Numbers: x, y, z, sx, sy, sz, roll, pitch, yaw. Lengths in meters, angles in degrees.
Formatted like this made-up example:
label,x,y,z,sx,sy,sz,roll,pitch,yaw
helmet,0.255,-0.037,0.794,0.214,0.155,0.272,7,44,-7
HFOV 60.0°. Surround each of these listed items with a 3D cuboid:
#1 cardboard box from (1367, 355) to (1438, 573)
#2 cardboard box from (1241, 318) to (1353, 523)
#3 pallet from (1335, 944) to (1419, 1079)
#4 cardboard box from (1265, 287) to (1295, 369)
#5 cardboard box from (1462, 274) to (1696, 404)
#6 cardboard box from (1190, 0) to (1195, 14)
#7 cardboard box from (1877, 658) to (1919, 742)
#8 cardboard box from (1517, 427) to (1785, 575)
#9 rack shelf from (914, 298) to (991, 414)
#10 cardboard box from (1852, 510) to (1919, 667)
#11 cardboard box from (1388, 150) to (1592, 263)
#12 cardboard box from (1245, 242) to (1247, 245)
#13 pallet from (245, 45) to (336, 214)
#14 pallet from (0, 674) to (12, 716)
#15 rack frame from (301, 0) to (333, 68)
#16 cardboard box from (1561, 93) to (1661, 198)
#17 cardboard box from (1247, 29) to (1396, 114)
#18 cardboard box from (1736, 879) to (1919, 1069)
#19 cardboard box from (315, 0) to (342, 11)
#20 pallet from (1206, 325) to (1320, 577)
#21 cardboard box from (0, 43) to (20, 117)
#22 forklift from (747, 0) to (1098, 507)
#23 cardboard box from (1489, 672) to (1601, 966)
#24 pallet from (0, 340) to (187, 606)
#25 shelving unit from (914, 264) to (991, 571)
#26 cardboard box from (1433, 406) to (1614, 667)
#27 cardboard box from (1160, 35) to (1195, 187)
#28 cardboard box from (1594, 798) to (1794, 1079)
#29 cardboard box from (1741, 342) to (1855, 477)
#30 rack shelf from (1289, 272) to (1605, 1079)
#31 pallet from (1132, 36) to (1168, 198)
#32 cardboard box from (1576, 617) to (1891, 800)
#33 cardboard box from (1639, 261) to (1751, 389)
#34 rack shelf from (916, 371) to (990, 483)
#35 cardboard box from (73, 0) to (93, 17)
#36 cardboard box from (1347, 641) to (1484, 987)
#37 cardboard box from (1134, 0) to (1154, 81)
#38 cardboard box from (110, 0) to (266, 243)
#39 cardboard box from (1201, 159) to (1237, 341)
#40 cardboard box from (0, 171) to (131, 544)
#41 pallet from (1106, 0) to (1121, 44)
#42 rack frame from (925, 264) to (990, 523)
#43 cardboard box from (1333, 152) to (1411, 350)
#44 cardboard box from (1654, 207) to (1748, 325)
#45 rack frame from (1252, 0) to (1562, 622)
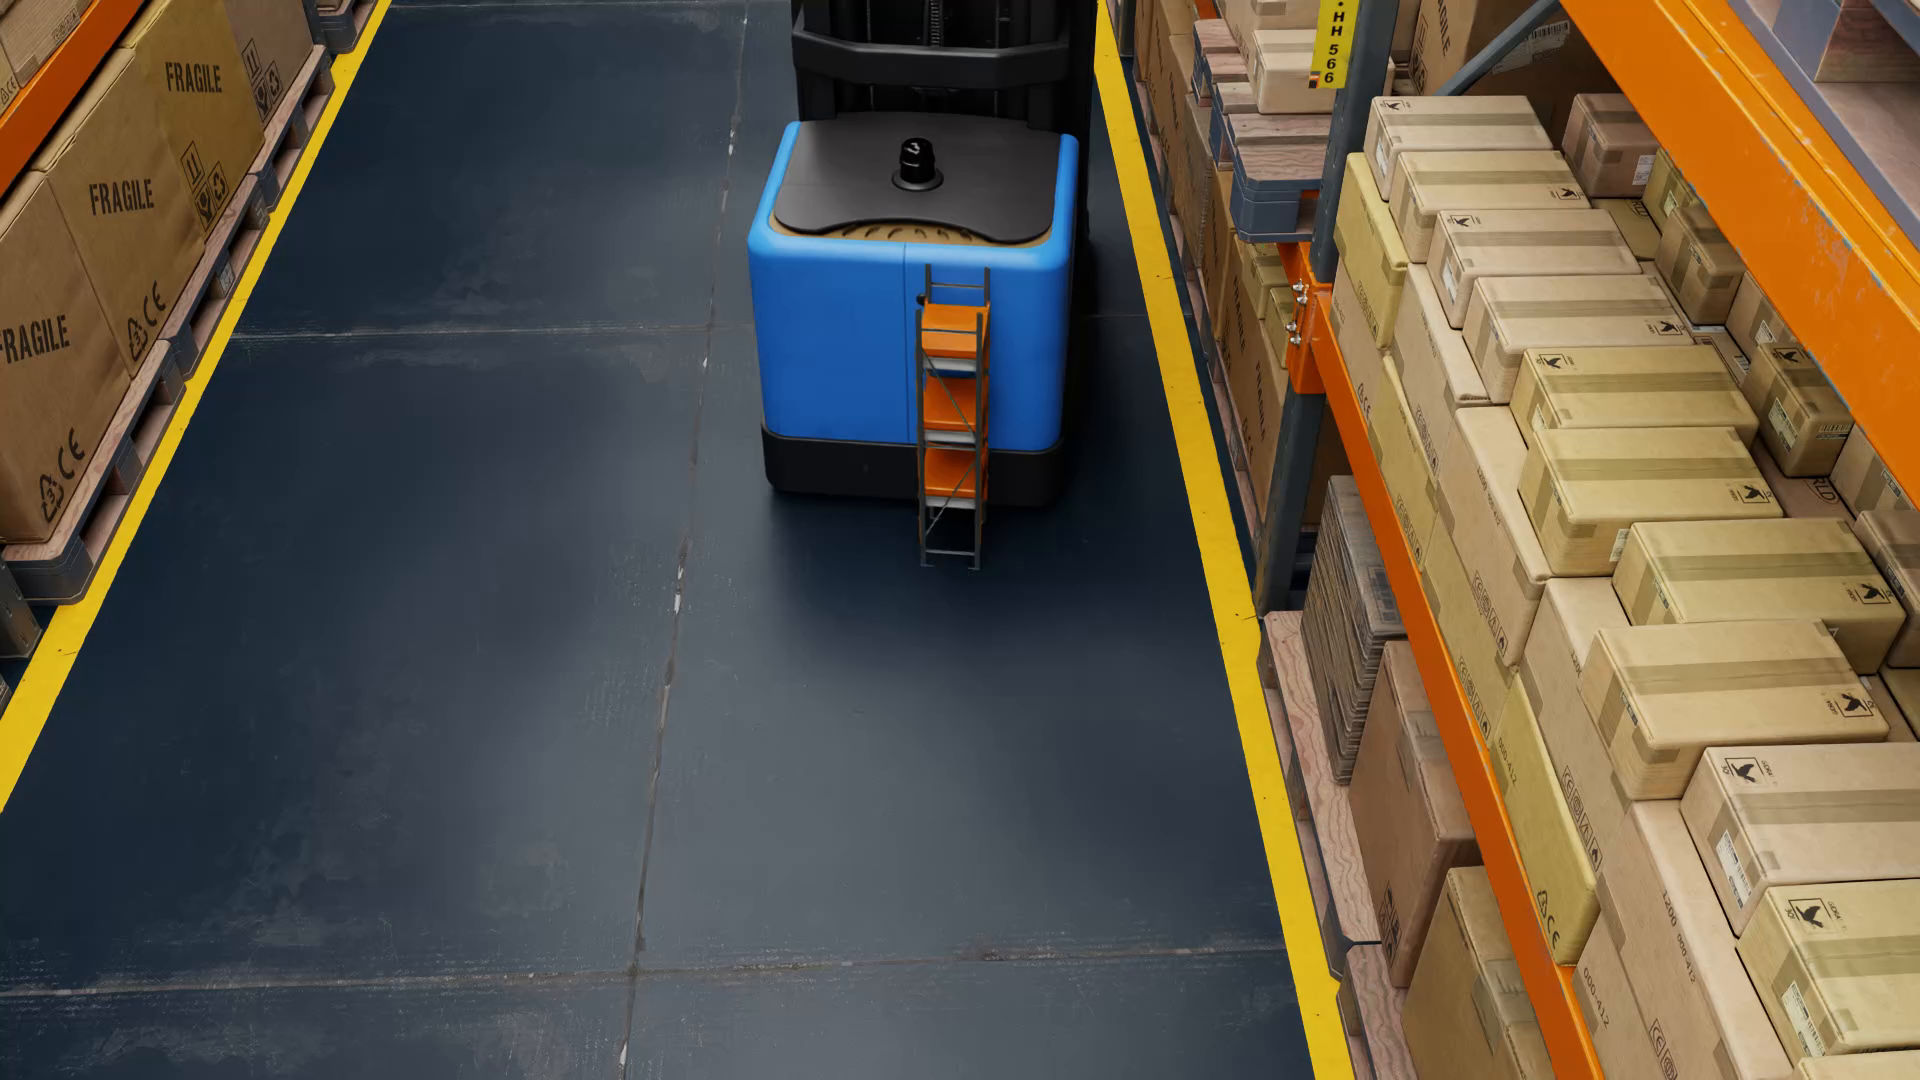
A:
label,x,y,z,sx,sy,sz,roll,pitch,yaw
cardboard box,1.267,-0.191,3.850,0.500,0.250,0.500,-2,43,-3
cardboard box,1.243,-0.405,5.511,0.500,0.500,0.500,-1,43,-1
pallet,1.520,1.514,3.942,1.003,0.211,1.213,-2,43,-2
cardboard box,1.201,-0.691,5.343,0.380,0.149,0.250,-4,43,-4
cardboard box,1.268,-0.416,3.430,0.380,0.149,0.250,-1,43,-1
cardboard box,1.192,-2.273,7.069,0.380,0.149,0.250,-2,43,-3
cardboard box,1.828,0.297,2.947,0.500,0.250,0.500,-2,43,-3
cardboard box,1.260,-0.074,3.057,0.380,0.149,0.250,-1,43,-1
rack shelf,-0.020,-0.576,5.197,0.215,0.259,0.240,4,43,4
cardboard box,1.776,0.081,2.888,0.380,0.149,0.250,-1,43,-1
cardboard box,1.207,-0.765,3.811,0.380,0.149,0.250,-1,43,-1
cardboard box,1.192,-1.054,5.739,0.380,0.149,0.250,-3,43,-3
pallet,-3.545,-1.901,7.668,1.003,0.211,1.213,-2,43,-2
pallet,-3.452,0.808,4.712,1.003,0.211,1.213,-2,43,-2
rack frame,-3.653,-3.448,7.292,1.000,3.000,0.127,-2,43,-2
cardboard box,1.691,-0.955,4.018,0.380,0.149,0.250,0,43,0
cardboard box,1.064,-1.387,4.919,0.380,0.149,0.250,-1,43,-1
cardboard box,1.330,0.615,2.305,0.380,0.149,0.250,-3,43,-3
cardboard box,-3.573,-3.085,8.482,0.875,0.438,0.875,-2,43,-2
pallet,1.482,-0.370,5.997,1.003,0.211,1.213,-2,43,-2
cardboard box,-3.292,-1.376,5.142,0.500,0.250,0.500,-3,43,-3
forklift,-0.032,-2.187,5.967,1.130,2.935,3.031,4,43,4
cardboard box,1.316,0.507,3.088,0.500,0.250,0.500,0,43,0
pallet,-3.442,-0.254,5.871,1.003,0.211,1.213,-2,43,-2
shelving unit,-0.020,-0.374,5.381,0.215,1.050,0.252,4,43,4
cardboard box,1.275,-0.023,3.296,0.500,0.250,0.500,-3,43,-3
cardboard box,1.151,-1.797,7.030,0.500,0.500,0.500,-3,43,-3
cardboard box,1.324,0.662,2.549,0.500,0.250,0.500,-1,43,-1
cardboard box,1.778,-0.263,3.262,0.380,0.149,0.250,-2,43,-2
rack shelf,1.560,0.723,3.274,1.077,0.370,4.000,-2,43,-2
pallet,1.378,-2.017,7.794,1.003,0.211,1.213,-2,43,-2
cardboard box,1.236,0.269,2.683,0.380,0.149,0.250,-3,43,-3
cardboard box,1.796,-0.381,3.687,0.500,0.250,0.500,-1,43,-1
rack shelf,-0.020,-0.366,5.388,0.215,0.259,0.240,4,43,4
cardboard box,-3.333,-2.064,5.892,0.500,0.250,0.500,-2,43,-2
cardboard box,1.524,0.690,4.224,0.875,0.625,0.625,0,43,0
cardboard box,1.101,-2.493,7.789,0.500,0.500,0.500,0,43,0
cardboard box,-3.501,-1.794,6.749,0.875,0.875,0.875,-1,43,-1
cardboard box,1.207,-1.097,6.266,0.500,0.500,0.500,0,43,0
cardboard box,-3.430,-0.588,5.433,0.875,0.875,0.875,-2,43,-2
pallet,1.277,-3.029,8.898,1.003,0.211,1.213,-2,43,-2
rack frame,-0.008,-0.456,5.471,0.200,1.050,0.008,4,43,4
cardboard box,1.225,-0.714,4.051,0.500,0.250,0.500,-2,43,-2
cardboard box,1.764,-0.605,3.636,0.380,0.149,0.250,-2,43,-2
rack frame,1.475,-0.893,4.504,1.000,3.000,0.127,-2,43,-2
